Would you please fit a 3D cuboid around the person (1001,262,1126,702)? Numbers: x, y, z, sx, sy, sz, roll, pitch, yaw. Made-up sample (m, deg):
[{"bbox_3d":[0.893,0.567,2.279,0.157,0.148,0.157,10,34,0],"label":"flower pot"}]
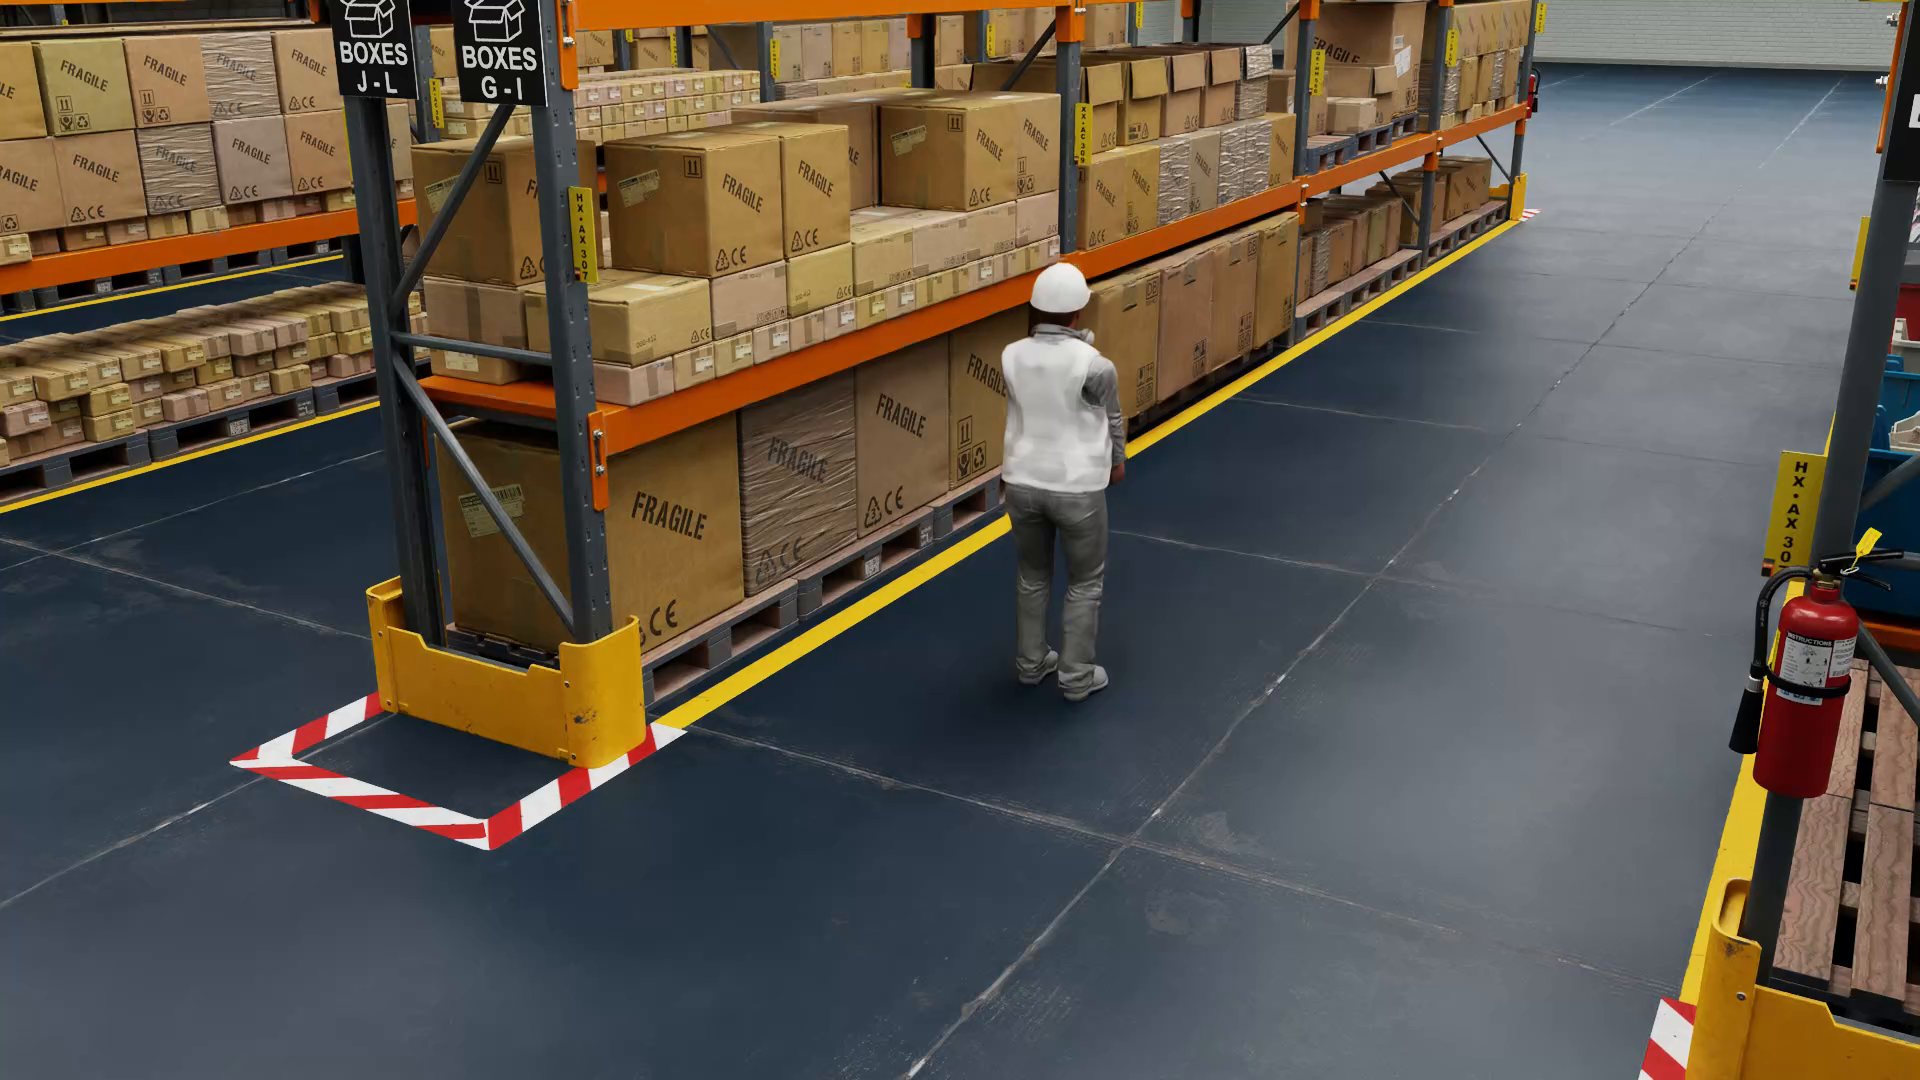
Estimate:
[{"bbox_3d":[0.417,-0.249,6.750,0.494,1.772,0.557,10,22,27],"label":"person"}]
